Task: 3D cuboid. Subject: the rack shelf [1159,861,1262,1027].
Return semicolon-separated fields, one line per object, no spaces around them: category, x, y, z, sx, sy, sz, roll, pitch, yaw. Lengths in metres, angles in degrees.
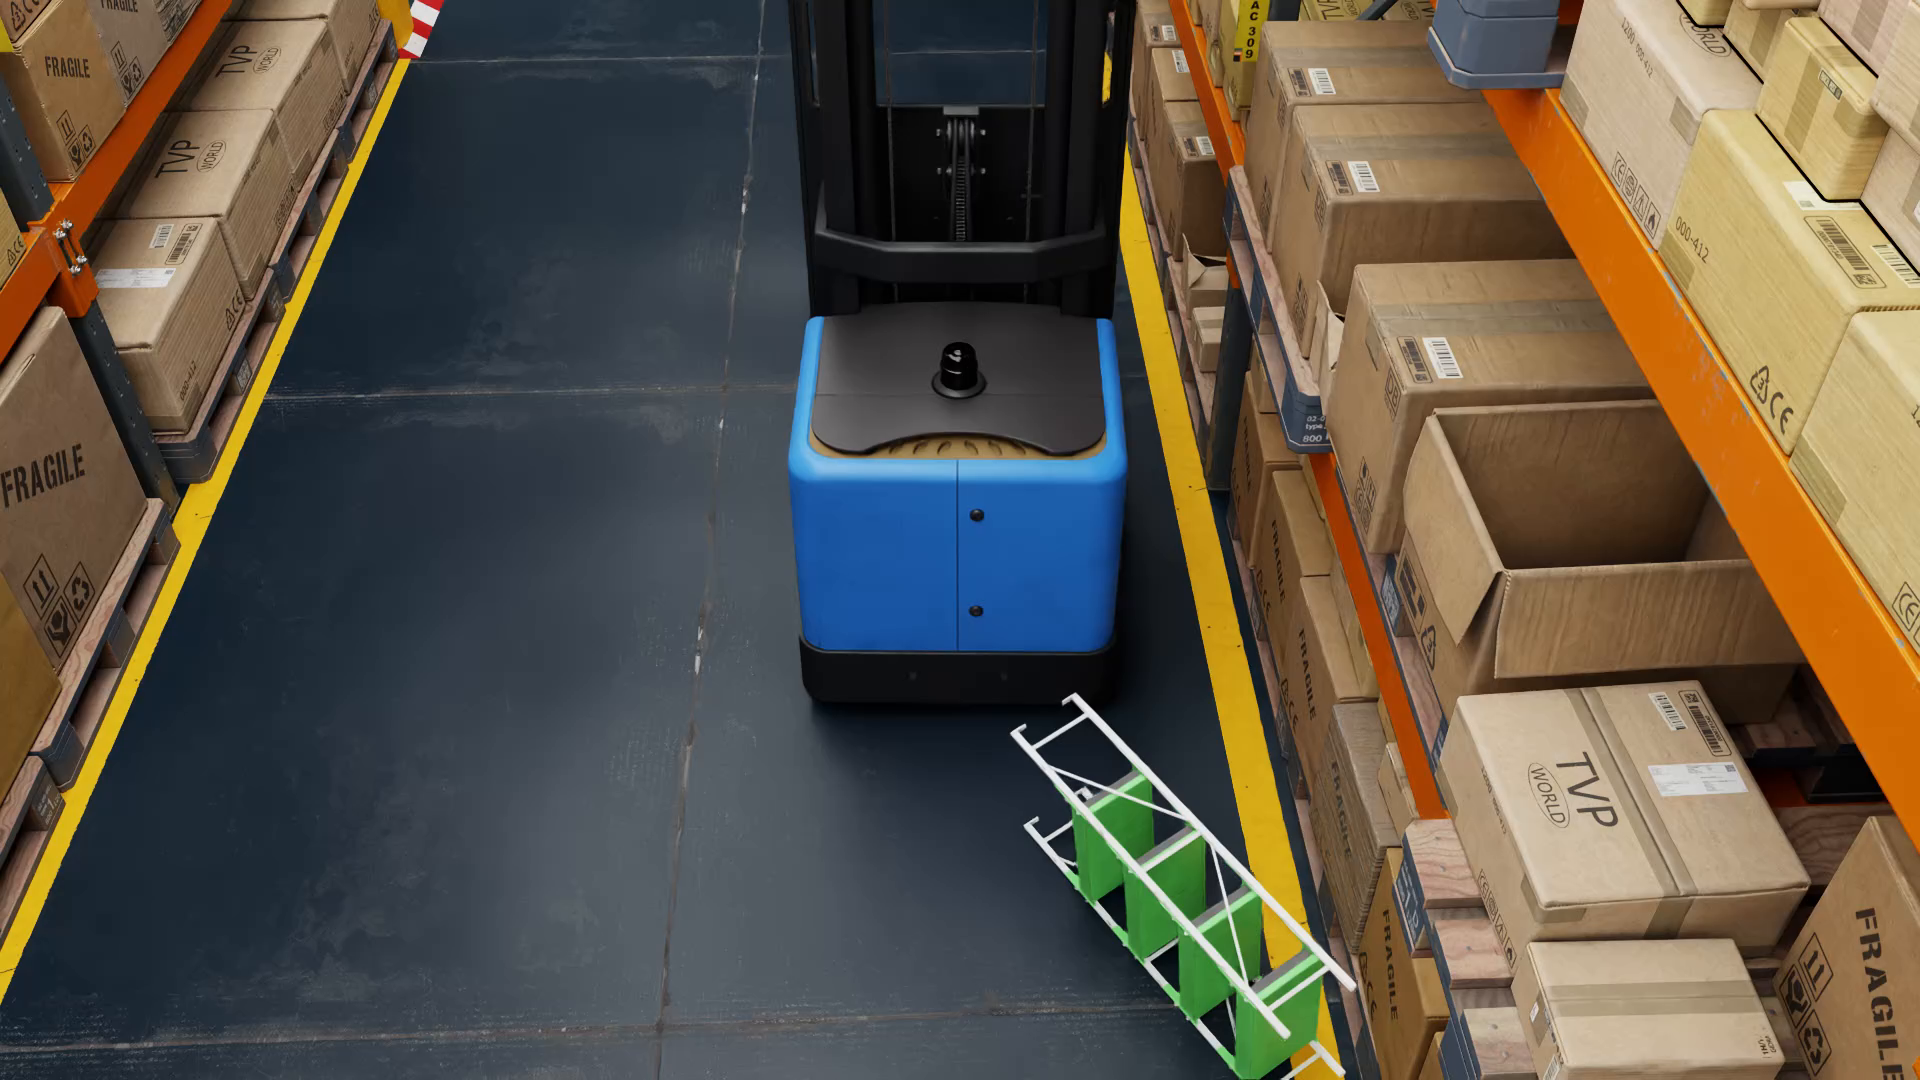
rack shelf;0.703;1.119;4.627;0.258;0.480;0.148;-29;50;-18

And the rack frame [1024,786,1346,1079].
rack frame;0.632;1.186;4.912;0.240;0.015;1.200;-29;50;-18

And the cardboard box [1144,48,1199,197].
cardboard box;1.141;-1.926;7.671;0.500;0.500;0.500;-1;43;-1

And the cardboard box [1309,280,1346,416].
cardboard box;1.135;-0.502;4.367;0.396;0.266;0.258;0;43;0

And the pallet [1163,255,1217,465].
pallet;1.431;-0.782;6.947;1.003;0.211;1.213;-2;43;-2

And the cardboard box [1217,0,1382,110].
cardboard box;1.194;-1.737;5.816;0.500;0.250;0.500;-1;43;-1

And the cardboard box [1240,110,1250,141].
cardboard box;1.194;-1.462;5.811;0.380;0.149;0.250;-1;43;-1

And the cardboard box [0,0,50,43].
cardboard box;-3.278;-1.935;5.327;0.500;0.500;0.500;-1;43;-2

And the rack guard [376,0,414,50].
rack guard;-3.671;-2.996;9.149;1.175;0.500;0.348;-2;43;-2

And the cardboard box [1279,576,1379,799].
cardboard box;1.304;0.450;5.079;0.500;0.500;0.500;-3;43;-3

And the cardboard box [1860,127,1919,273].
cardboard box;1.397;-0.429;2.095;0.380;0.149;0.250;-1;43;-1

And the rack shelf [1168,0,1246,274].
rack shelf;1.374;-2.431;7.215;1.077;0.370;4.000;-2;43;-2

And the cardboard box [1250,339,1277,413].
cardboard box;1.209;-0.569;5.710;0.380;0.149;0.250;0;43;0

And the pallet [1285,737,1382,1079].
pallet;1.587;1.055;4.942;1.003;0.211;1.213;-2;43;-2

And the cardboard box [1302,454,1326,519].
cardboard box;1.320;-0.211;5.319;0.380;0.149;0.250;-4;43;-4

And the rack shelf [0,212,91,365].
rack shelf;-3.415;0.414;4.111;1.077;0.370;4.000;-2;43;-2

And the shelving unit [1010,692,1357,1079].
shelving unit;0.605;1.020;4.736;0.258;0.503;1.200;-29;50;-18

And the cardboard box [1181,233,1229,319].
cardboard box;1.127;-1.102;6.945;0.396;0.266;0.258;0;43;0

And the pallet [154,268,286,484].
pallet;-3.454;-0.689;6.845;1.003;0.211;1.213;-2;43;-2

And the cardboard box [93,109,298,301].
cardboard box;-3.458;-1.443;7.190;0.875;0.438;0.875;-3;43;-3

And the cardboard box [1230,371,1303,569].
cardboard box;1.255;-0.246;5.838;0.500;0.500;0.500;0;43;0

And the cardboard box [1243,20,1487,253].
cardboard box;1.256;-1.205;4.960;0.700;0.500;0.500;-1;43;-1

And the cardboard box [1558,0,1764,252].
cardboard box;1.321;-0.713;2.699;0.500;0.250;0.500;-2;43;-2

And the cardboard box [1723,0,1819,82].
cardboard box;1.382;-0.766;2.461;0.380;0.149;0.250;-1;43;-1

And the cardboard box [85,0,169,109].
cardboard box;-3.275;-1.902;6.031;0.500;0.500;0.500;-1;43;-2

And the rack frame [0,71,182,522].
rack frame;-3.500;-1.201;5.341;1.000;3.000;0.127;-2;43;-2

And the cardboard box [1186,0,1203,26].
cardboard box;1.103;-2.161;6.574;0.380;0.149;0.250;-2;43;-2

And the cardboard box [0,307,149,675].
cardboard box;-3.393;-0.156;5.462;0.875;0.875;0.875;0;43;0

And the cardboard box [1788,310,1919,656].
cardboard box;1.365;-0.036;1.960;0.500;0.250;0.500;-3;43;-3

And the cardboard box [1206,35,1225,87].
cardboard box;1.126;-1.811;6.192;0.380;0.149;0.250;-1;43;-1

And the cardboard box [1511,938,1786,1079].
cardboard box;1.218;0.860;2.967;0.380;0.149;0.250;-1;43;-1

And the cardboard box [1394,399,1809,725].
cardboard box;1.375;0.065;3.572;0.797;0.503;0.637;-3;43;-3

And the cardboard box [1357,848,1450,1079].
cardboard box;1.361;1.150;4.314;0.500;0.500;0.500;0;43;0

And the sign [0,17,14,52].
sign;-2.958;-1.621;5.000;0.100;0.325;0.005;-2;43;-2

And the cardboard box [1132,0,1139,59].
cardboard box;1.221;-2.865;8.693;0.797;0.503;0.637;-3;43;-3

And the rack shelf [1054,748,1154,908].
rack shelf;0.437;0.848;4.922;0.258;0.480;0.148;-29;50;-18

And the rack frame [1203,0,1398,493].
rack frame;1.459;-1.346;5.499;1.000;3.000;0.127;-2;43;-2

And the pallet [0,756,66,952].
pallet;-3.337;1.171;4.816;1.003;0.211;1.213;-2;43;-2

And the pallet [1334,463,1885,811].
pallet;1.542;0.112;4.050;1.003;0.211;1.213;-2;43;-2

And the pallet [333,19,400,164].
pallet;-3.557;-2.336;8.642;1.003;0.211;1.213;-2;43;-2

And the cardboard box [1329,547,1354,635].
cardboard box;1.319;0.143;4.933;0.380;0.149;0.250;-2;43;-2

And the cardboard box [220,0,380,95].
cardboard box;-3.542;-2.669;8.527;0.875;0.438;0.875;-3;43;-3

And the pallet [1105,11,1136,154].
pallet;1.328;-2.429;8.744;1.003;0.211;1.213;-2;43;-2

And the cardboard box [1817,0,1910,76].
cardboard box;1.383;-0.708;2.178;0.380;0.149;0.250;-2;43;-2

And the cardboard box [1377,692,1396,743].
cardboard box;1.367;0.492;4.552;0.380;0.149;0.250;-1;43;-2

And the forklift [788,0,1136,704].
forklift;0.008;-1.505;5.723;1.130;2.935;3.031;0;43;0
